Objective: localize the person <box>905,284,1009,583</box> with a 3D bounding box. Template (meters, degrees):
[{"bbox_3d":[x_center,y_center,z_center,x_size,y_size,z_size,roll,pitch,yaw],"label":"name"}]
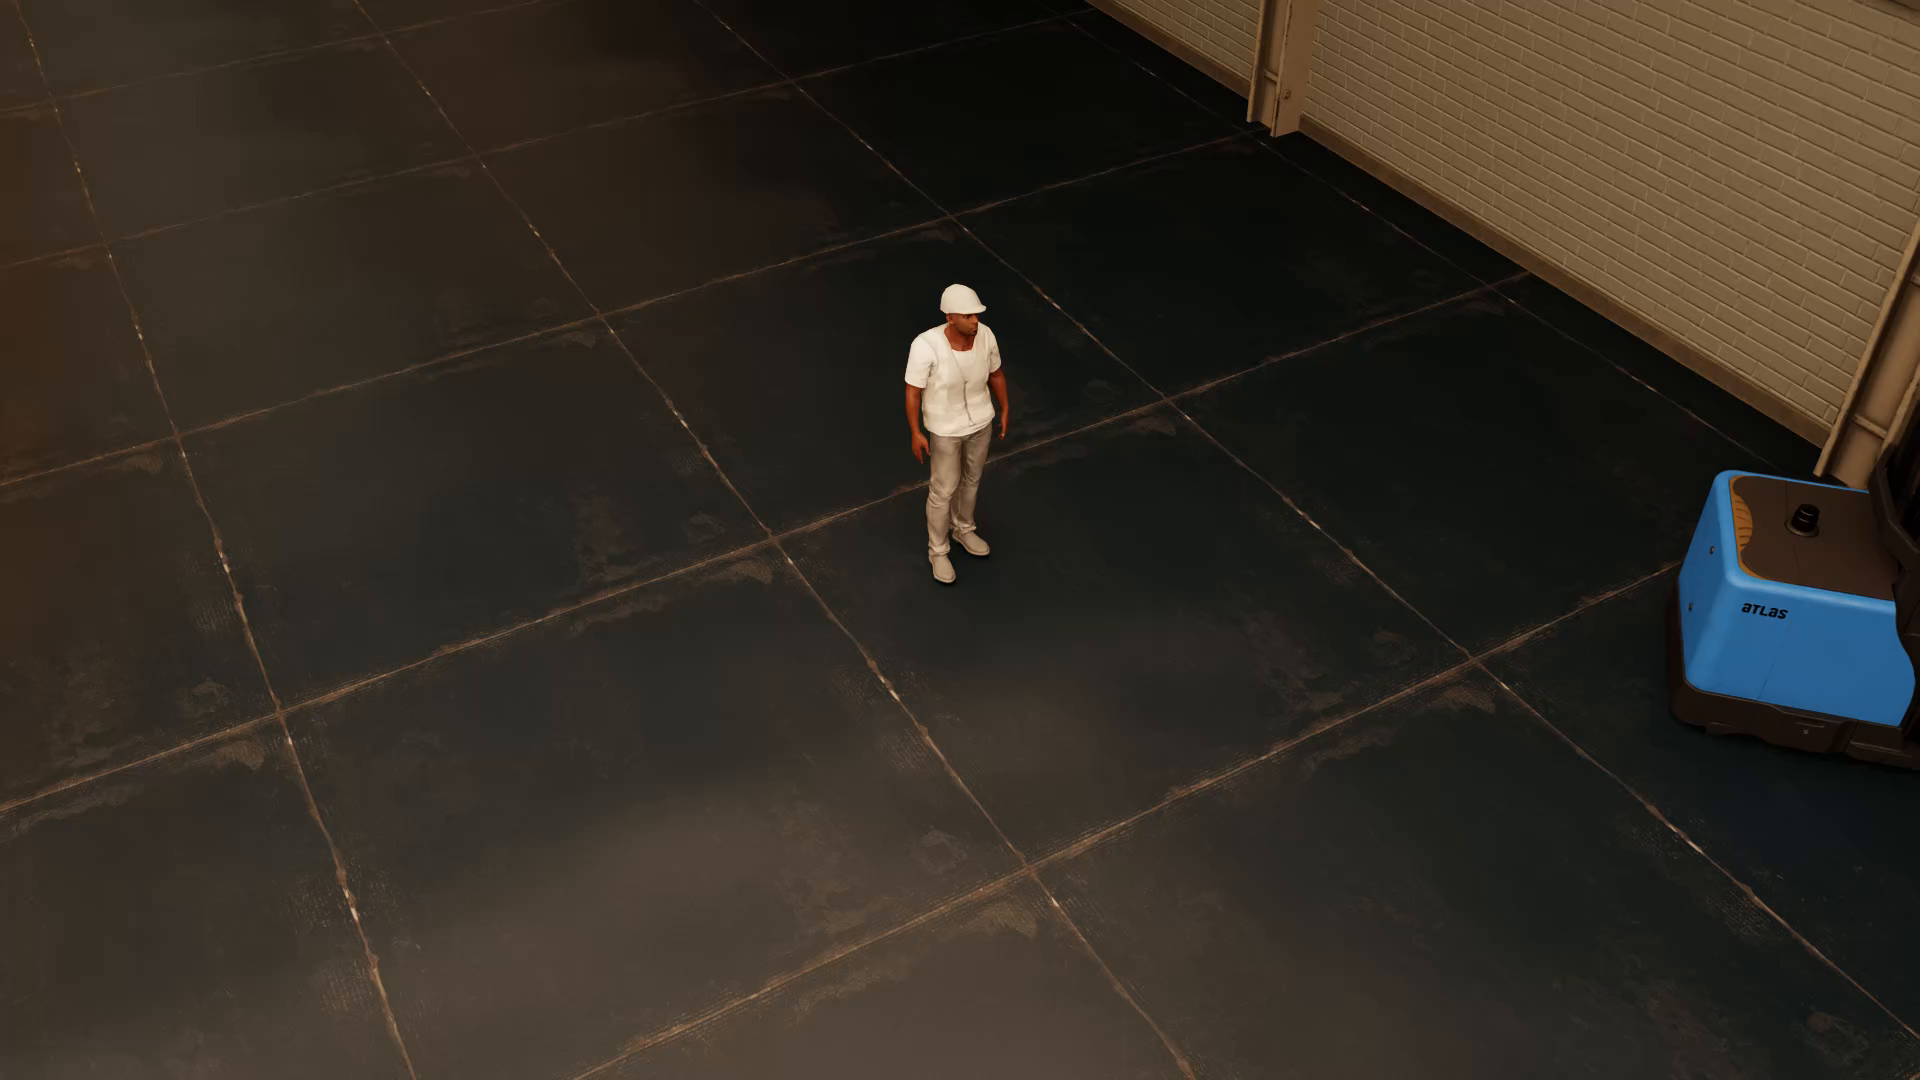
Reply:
[{"bbox_3d":[0.031,-0.642,9.717,0.666,1.761,0.575,-20,44,-23],"label":"person"}]

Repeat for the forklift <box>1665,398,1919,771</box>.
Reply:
[{"bbox_3d":[5.468,-0.148,8.215,3.031,2.935,1.130,10,41,12],"label":"forklift"}]
